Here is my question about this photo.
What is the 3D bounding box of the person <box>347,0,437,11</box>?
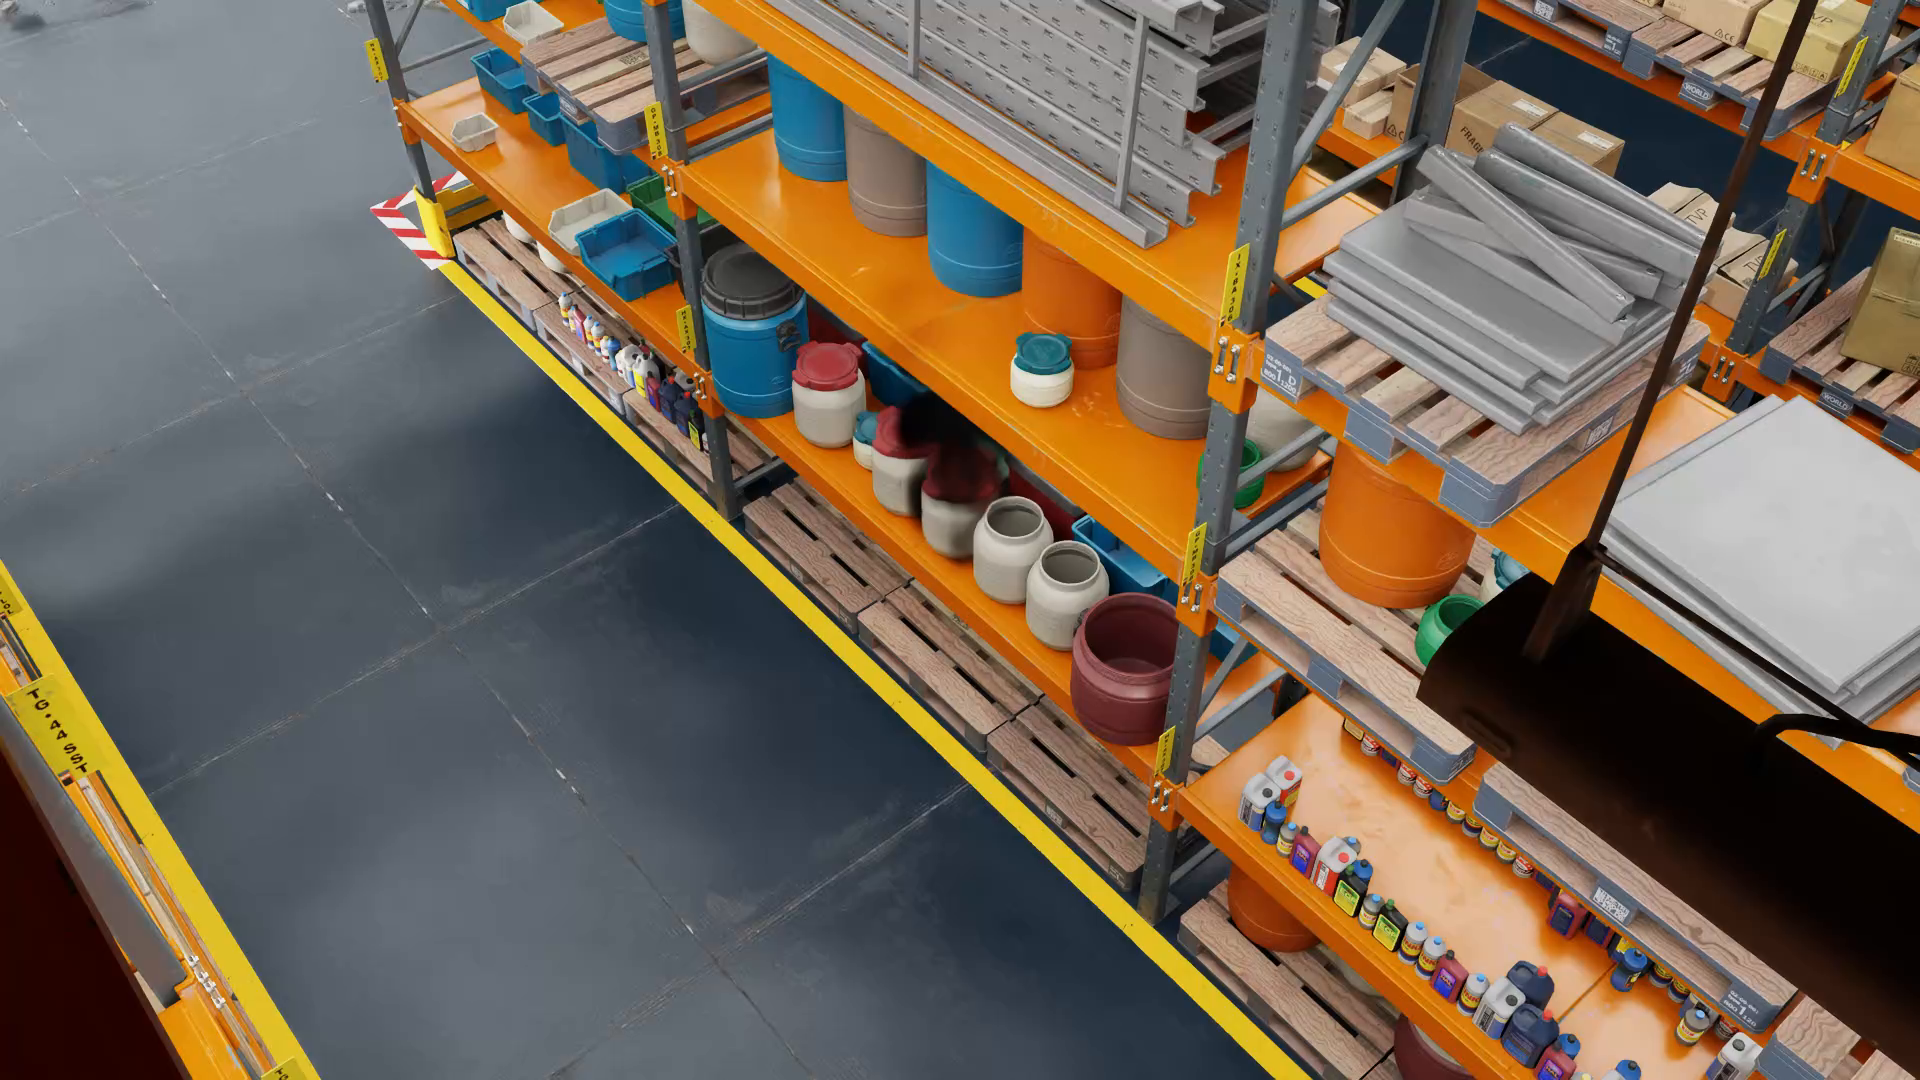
[{"bbox_3d":[-5.288,-5.629,15.064,0.966,1.760,0.705,-8,47,-8],"label":"person"}]

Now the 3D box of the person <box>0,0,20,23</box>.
[{"bbox_3d":[-9.184,-5.353,14.829,0.967,1.805,0.597,-18,49,-16],"label":"person"}]
